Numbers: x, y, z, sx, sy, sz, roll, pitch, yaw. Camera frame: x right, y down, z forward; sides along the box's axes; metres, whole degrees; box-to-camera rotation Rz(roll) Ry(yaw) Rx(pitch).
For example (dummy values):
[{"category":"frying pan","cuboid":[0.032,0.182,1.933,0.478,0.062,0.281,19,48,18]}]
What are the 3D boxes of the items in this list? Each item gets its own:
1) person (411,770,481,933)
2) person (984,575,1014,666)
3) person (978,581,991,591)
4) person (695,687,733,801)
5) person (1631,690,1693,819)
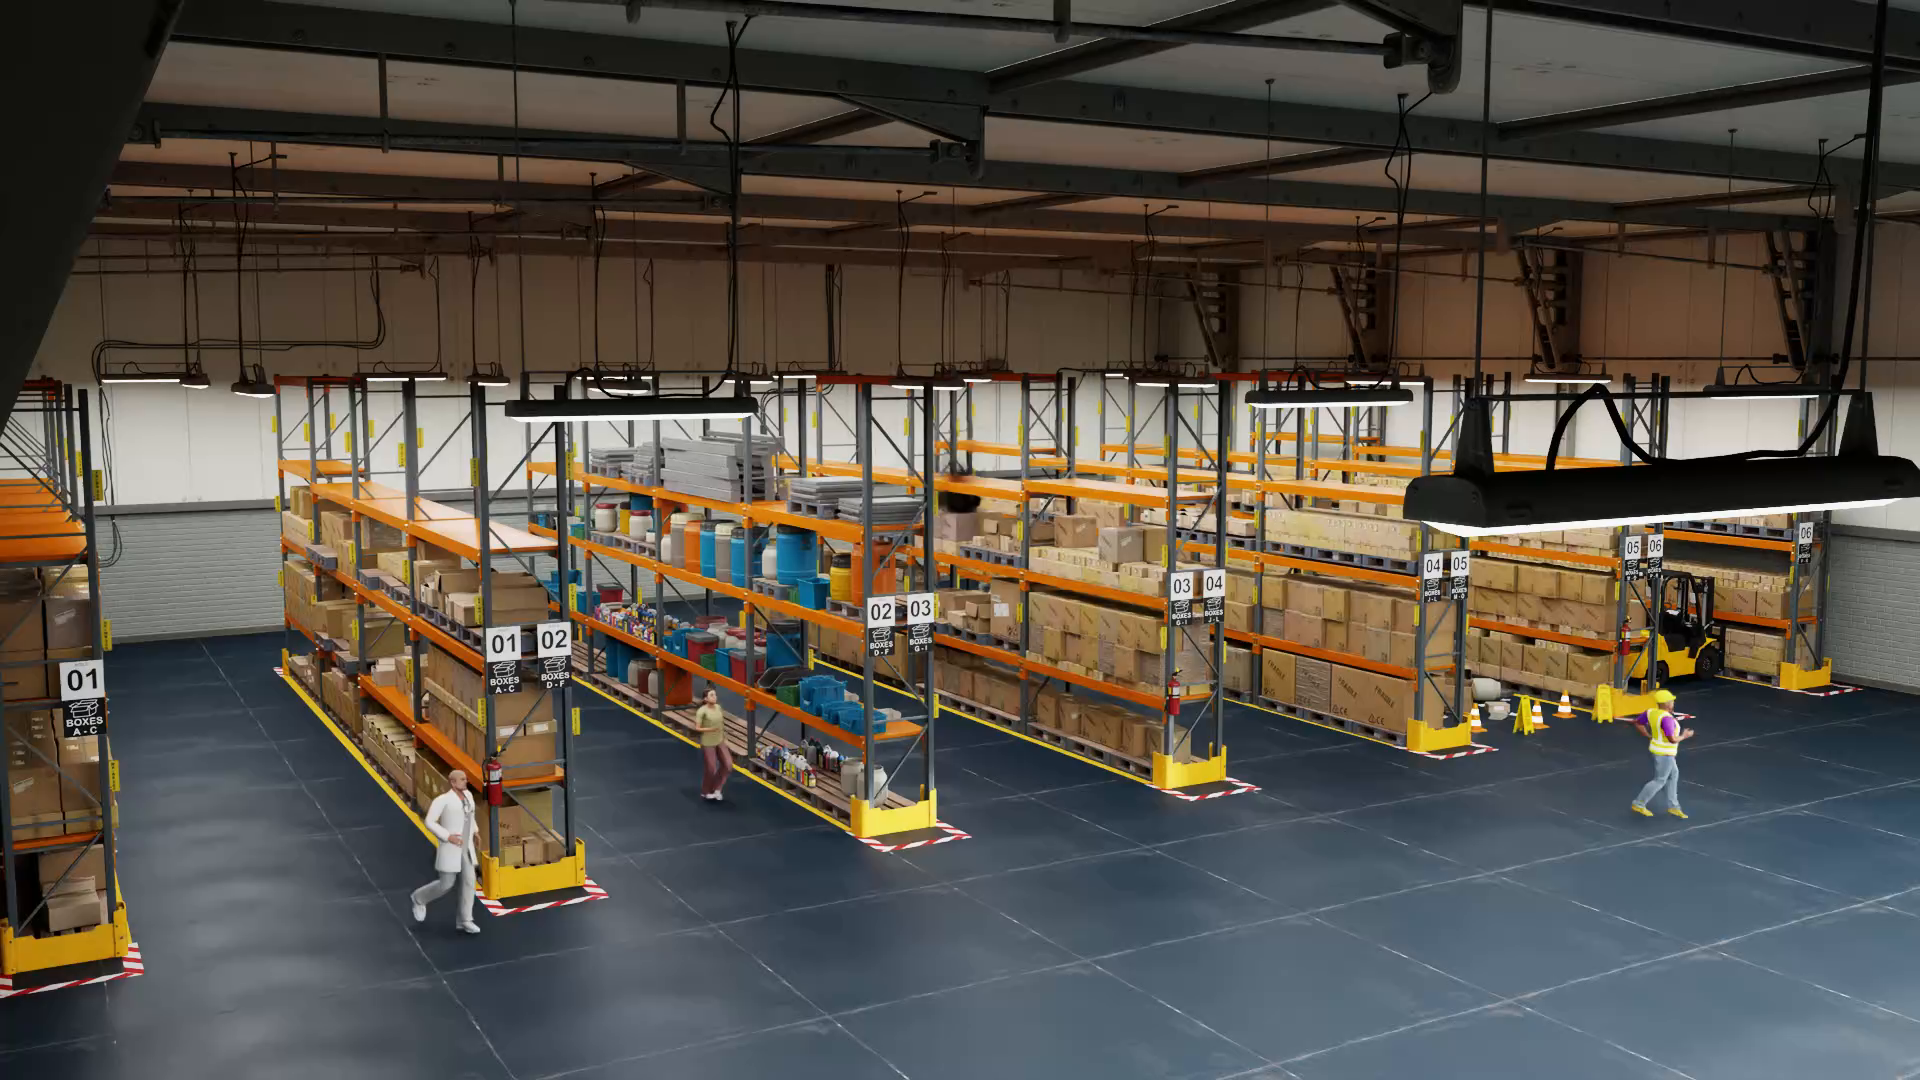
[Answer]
[{"category":"person","cuboid":[-5.610,3.433,18.573,0.983,1.728,0.774,3,7,29]},{"category":"person","cuboid":[0.769,1.573,33.189,0.609,1.799,0.907,-4,8,-36]},{"category":"person","cuboid":[0.658,0.799,42.865,0.923,1.714,0.624,-3,7,-28]},{"category":"person","cuboid":[-3.499,2.918,23.688,0.562,1.656,0.595,-6,8,-43]},{"category":"person","cuboid":[9.624,2.949,22.762,0.815,1.810,0.682,1,6,5]}]
